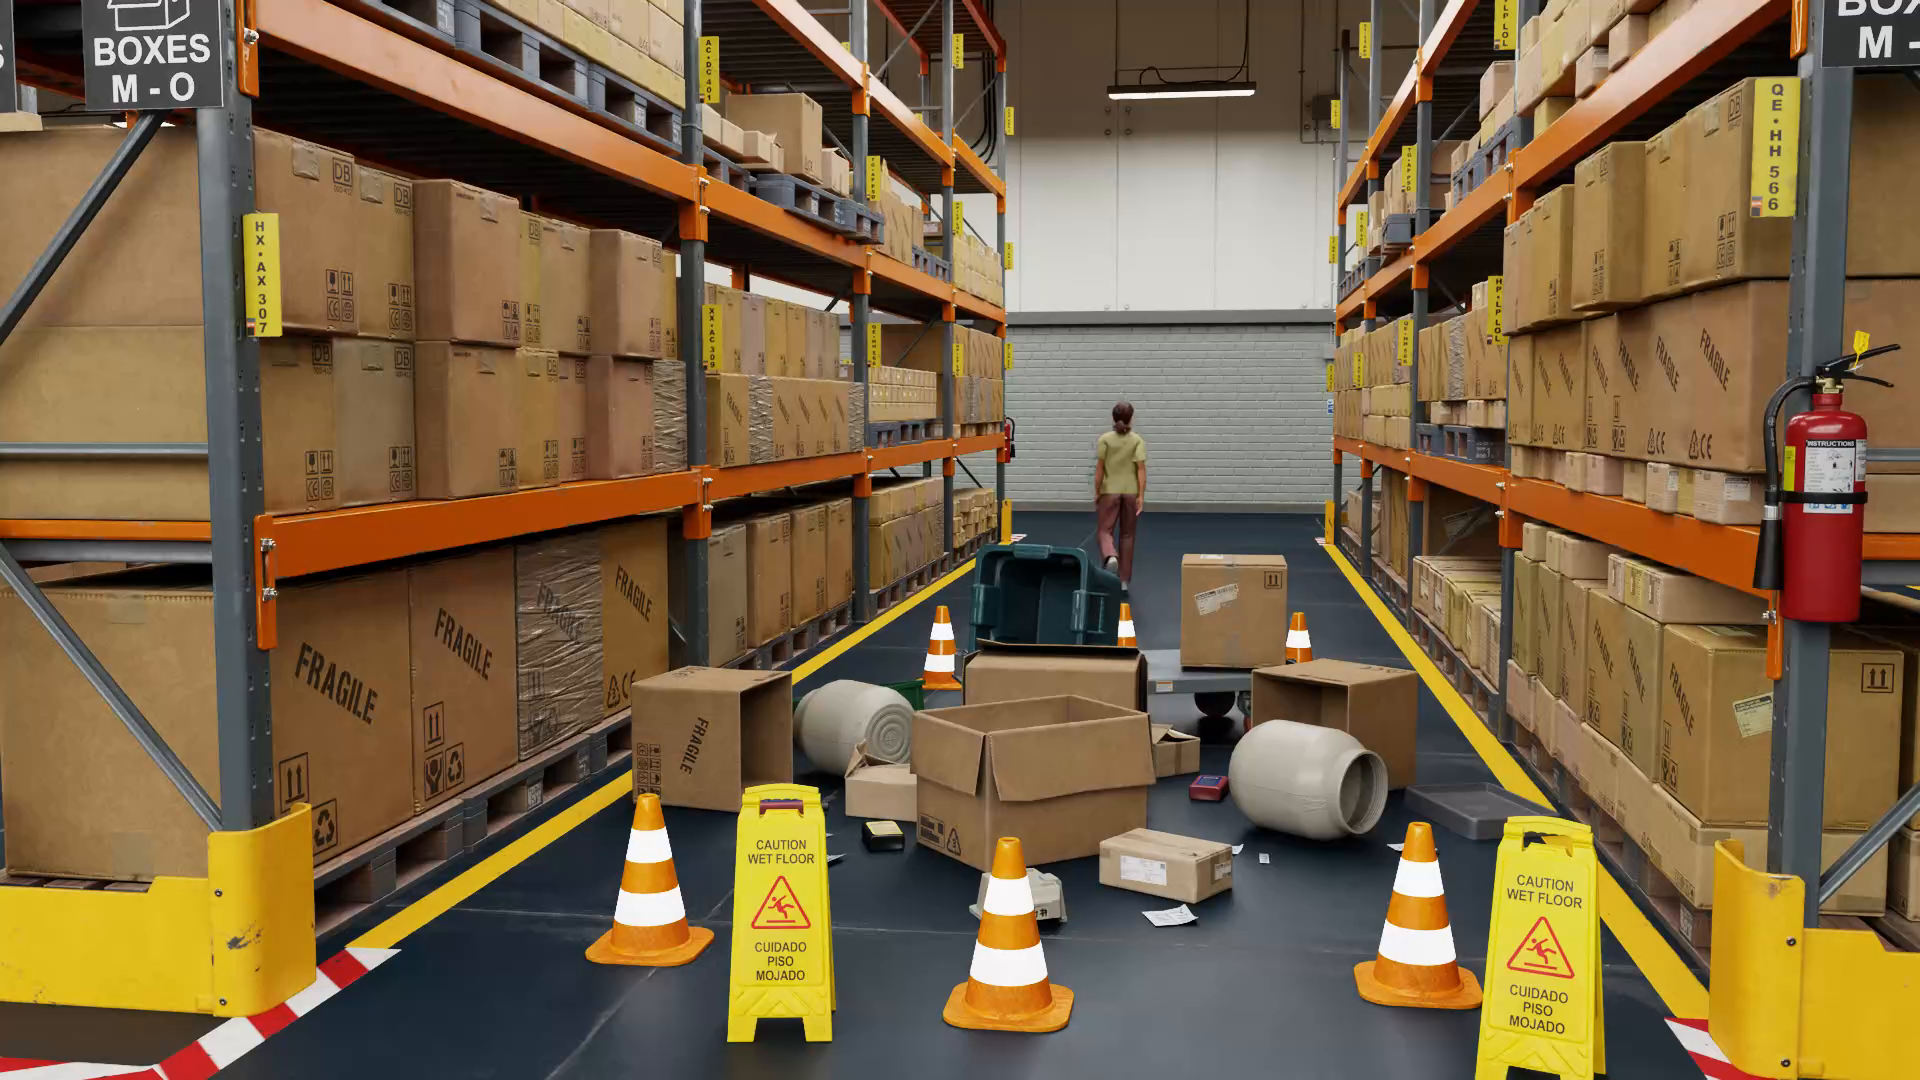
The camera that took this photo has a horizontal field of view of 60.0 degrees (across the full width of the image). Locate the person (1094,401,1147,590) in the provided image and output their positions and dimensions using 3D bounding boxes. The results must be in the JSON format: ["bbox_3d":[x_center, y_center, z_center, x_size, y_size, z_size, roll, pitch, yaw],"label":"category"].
[{"bbox_3d":[1.386,-0.372,14.358,0.446,1.645,0.784,0,5,1],"label":"person"}]
